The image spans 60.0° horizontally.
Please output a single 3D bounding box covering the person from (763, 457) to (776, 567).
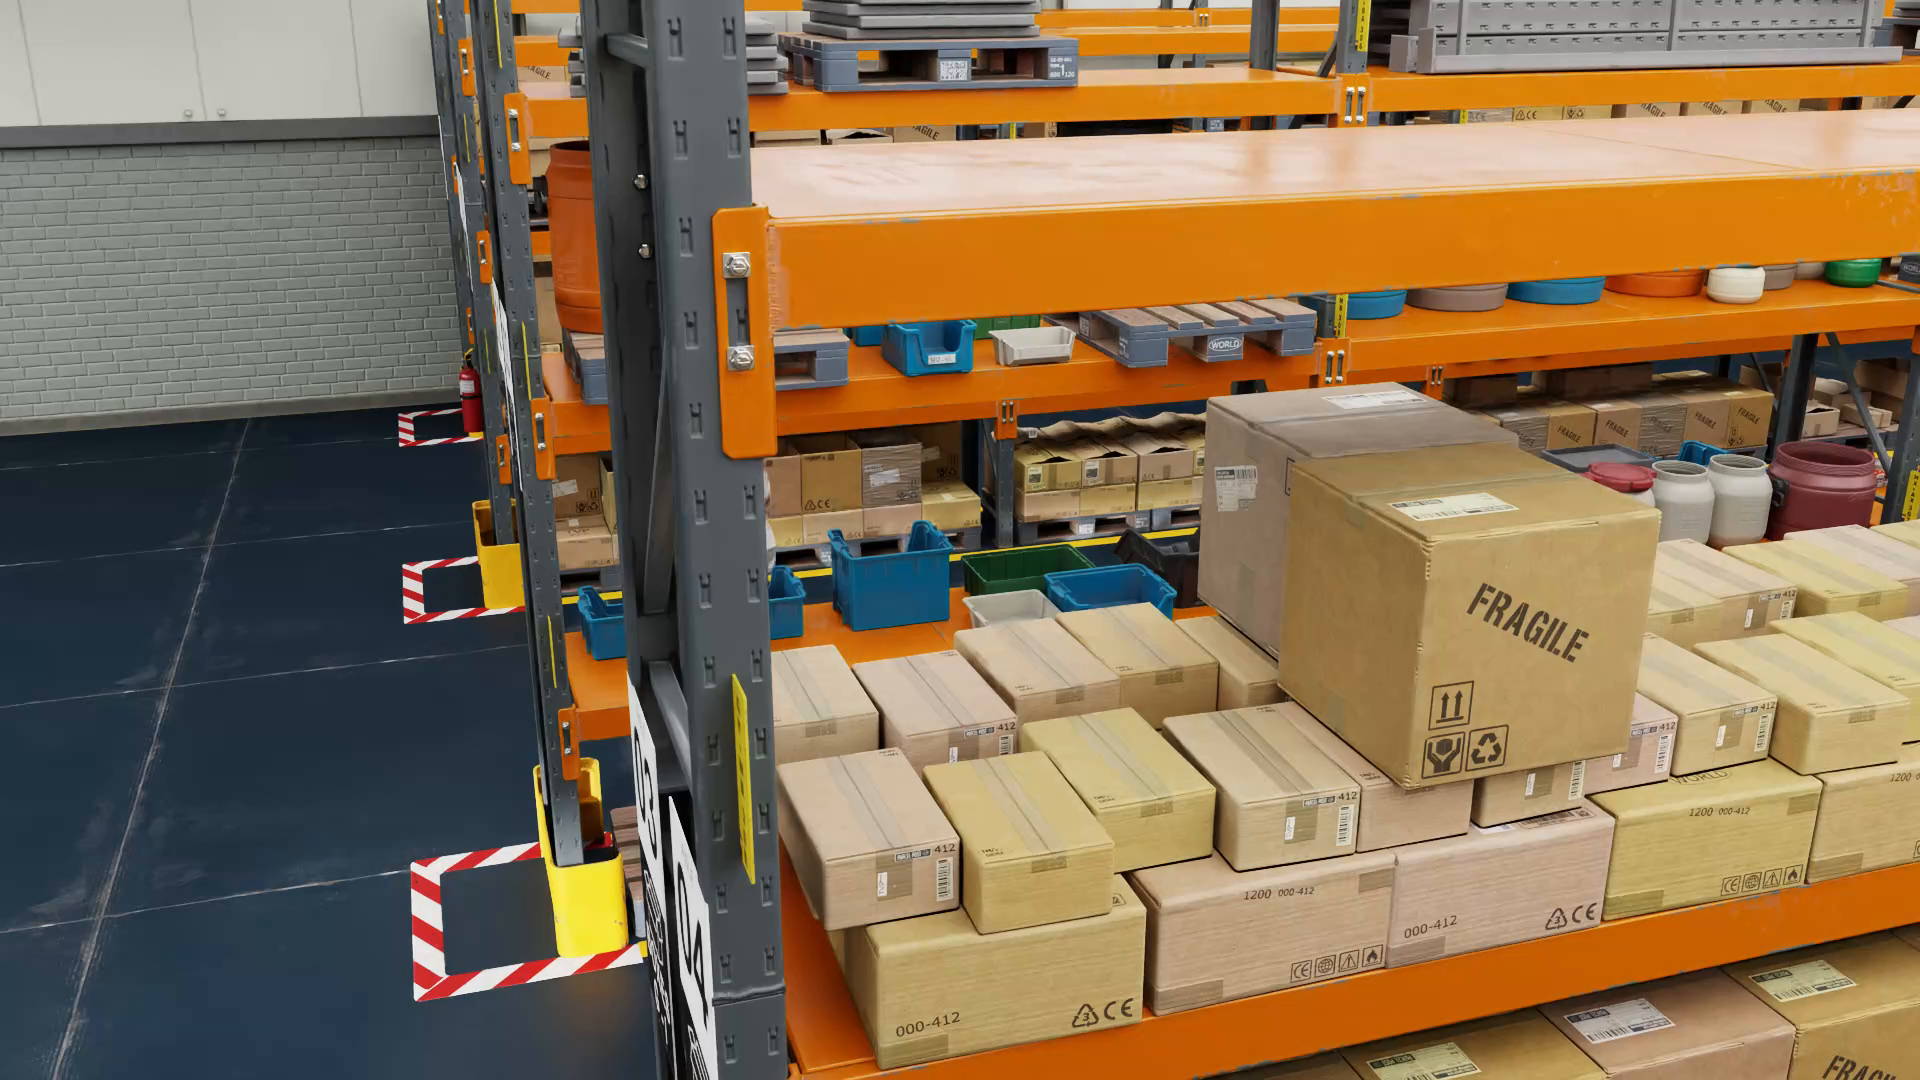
[{"bbox_3d":[-1.540,0.100,11.402,0.563,1.726,0.655,-4,20,-12],"label":"person"}]
